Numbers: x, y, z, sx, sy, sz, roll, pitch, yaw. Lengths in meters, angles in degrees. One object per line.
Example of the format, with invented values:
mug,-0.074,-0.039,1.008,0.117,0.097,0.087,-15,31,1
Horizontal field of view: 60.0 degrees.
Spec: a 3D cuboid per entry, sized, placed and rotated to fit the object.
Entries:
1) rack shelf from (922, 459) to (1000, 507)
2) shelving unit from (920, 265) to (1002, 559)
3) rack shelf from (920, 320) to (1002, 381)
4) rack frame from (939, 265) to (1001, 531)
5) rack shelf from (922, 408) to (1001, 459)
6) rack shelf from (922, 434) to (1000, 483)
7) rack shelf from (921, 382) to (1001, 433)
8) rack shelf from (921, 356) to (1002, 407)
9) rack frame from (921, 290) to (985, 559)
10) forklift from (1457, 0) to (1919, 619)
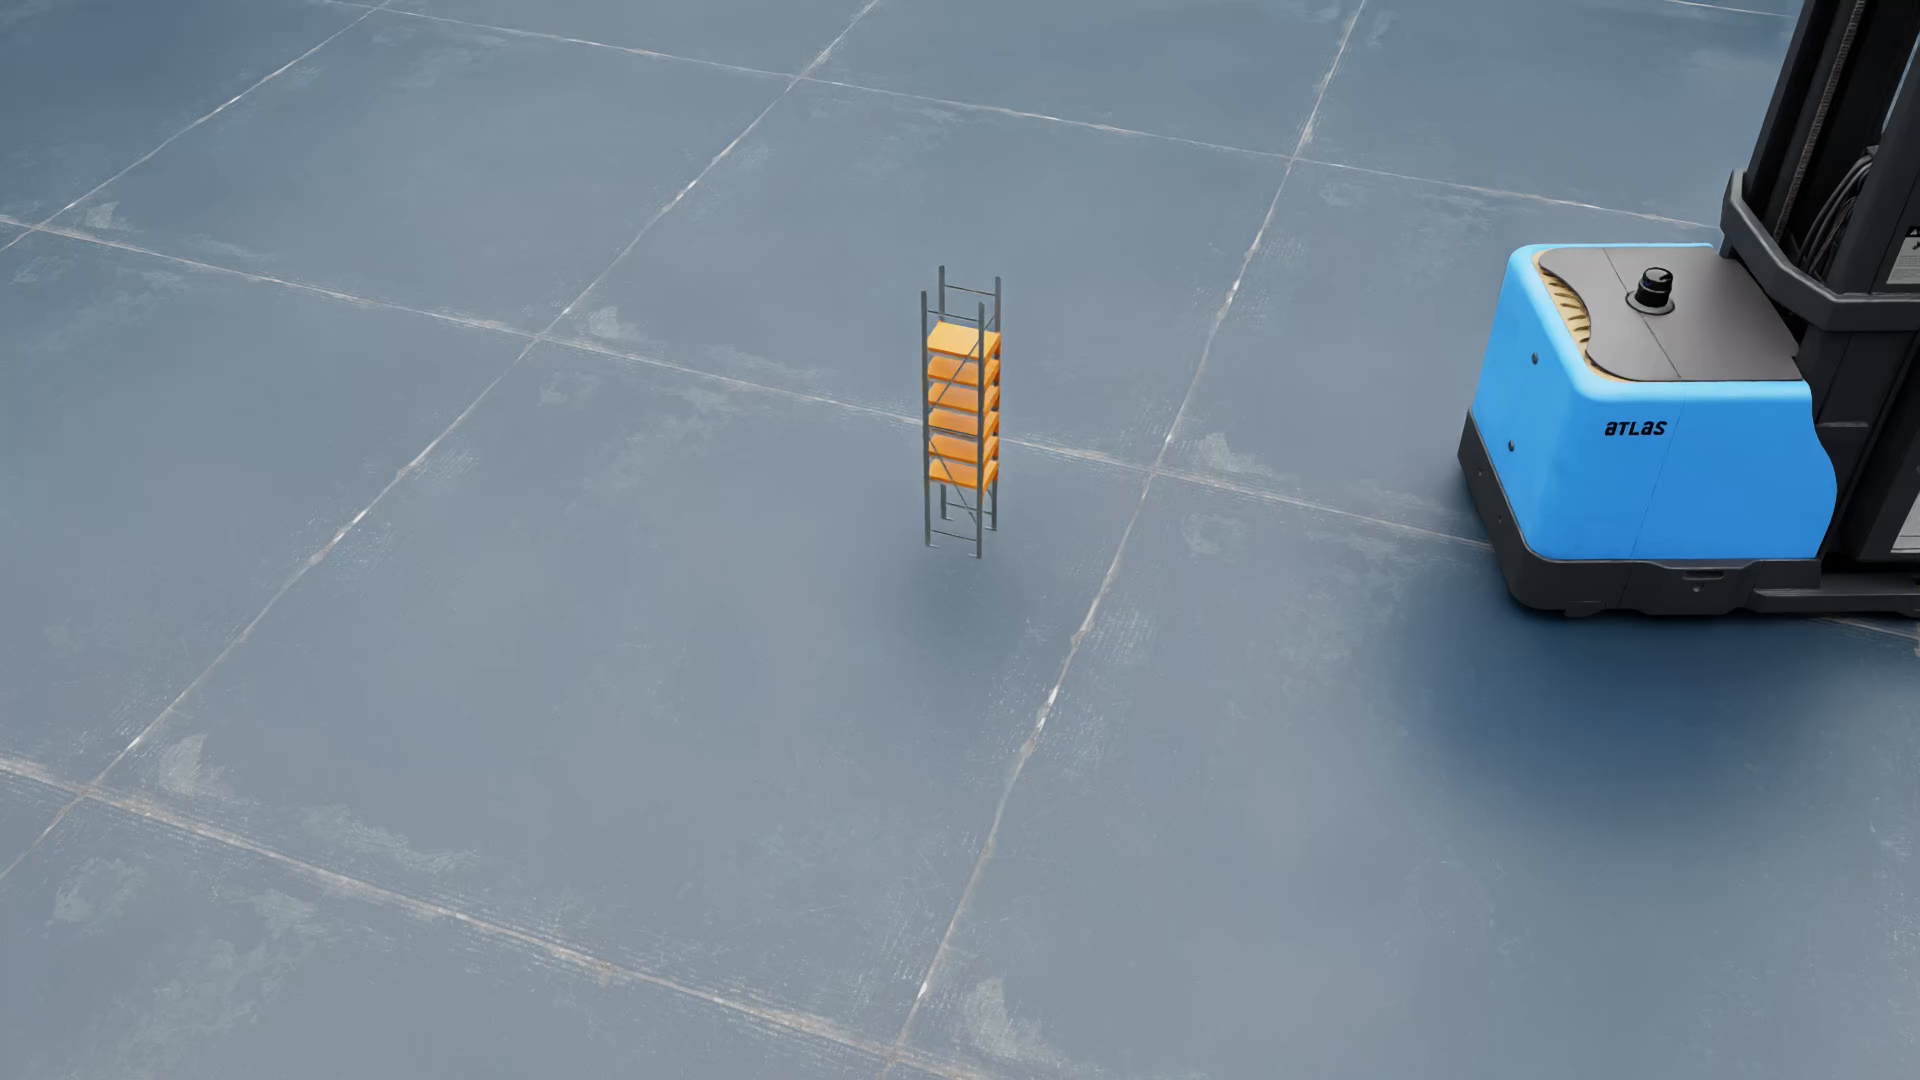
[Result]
rack shelf,0.005,-0.249,6.556,0.258,0.103,0.180,13,42,15
shelving unit,0.005,-0.465,6.371,0.258,1.200,0.189,13,42,15
rack shelf,0.005,-0.705,6.166,0.258,0.103,0.180,13,42,15
rack frame,0.036,-0.521,6.436,0.240,1.200,0.006,13,42,15
rack shelf,0.005,-0.431,6.400,0.258,0.103,0.180,13,42,15
rack shelf,0.005,-0.340,6.478,0.258,0.103,0.180,13,42,15
rack shelf,0.005,-0.523,6.322,0.258,0.103,0.180,13,42,15
rack shelf,0.005,-0.614,6.244,0.258,0.103,0.180,13,42,15
rack frame,-0.026,-0.409,6.306,0.240,1.200,0.006,13,42,15
forklift,3.630,-1.148,5.838,3.031,2.935,1.130,-1,40,-1
